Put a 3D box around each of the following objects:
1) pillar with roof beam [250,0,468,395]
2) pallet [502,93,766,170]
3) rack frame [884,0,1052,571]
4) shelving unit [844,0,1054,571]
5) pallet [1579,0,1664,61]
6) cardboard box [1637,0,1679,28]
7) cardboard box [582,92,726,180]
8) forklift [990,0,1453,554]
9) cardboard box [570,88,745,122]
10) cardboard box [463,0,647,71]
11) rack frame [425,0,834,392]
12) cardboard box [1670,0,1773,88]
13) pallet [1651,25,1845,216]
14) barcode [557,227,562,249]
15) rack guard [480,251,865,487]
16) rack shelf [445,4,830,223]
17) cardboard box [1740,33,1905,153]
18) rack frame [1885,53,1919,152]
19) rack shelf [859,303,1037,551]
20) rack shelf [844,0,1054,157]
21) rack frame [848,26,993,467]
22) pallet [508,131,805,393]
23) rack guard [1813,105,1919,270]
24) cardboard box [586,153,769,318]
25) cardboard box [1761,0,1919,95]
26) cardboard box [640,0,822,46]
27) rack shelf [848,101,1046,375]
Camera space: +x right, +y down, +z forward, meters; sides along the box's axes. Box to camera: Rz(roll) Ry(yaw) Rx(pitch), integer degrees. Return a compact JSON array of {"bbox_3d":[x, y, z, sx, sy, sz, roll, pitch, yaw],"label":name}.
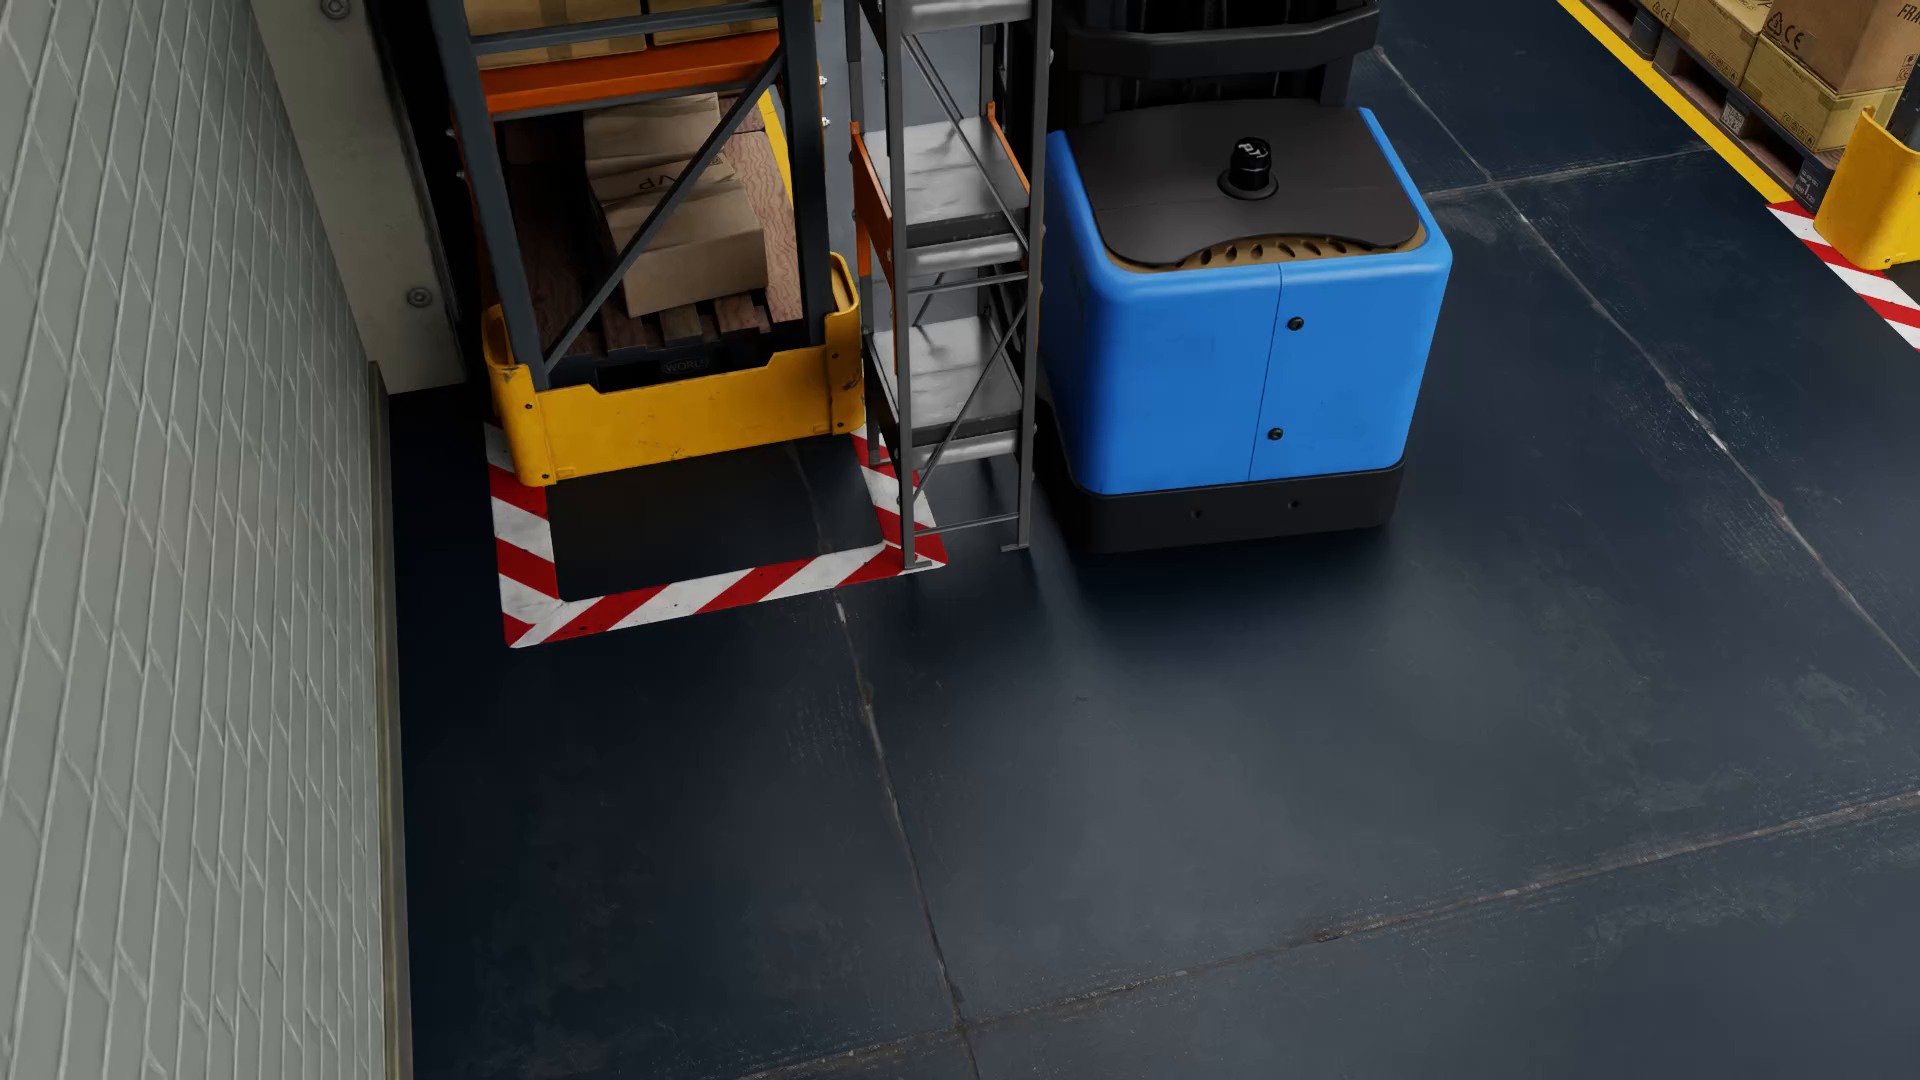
[{"bbox_3d":[2.248,-4.597,3.455,9.100,9.000,0.400,-11,47,-10],"label":"pillar with roof beam"},{"bbox_3d":[-1.400,-1.870,6.935,1.003,0.211,1.213,-11,47,-10],"label":"pallet"},{"bbox_3d":[0.020,-0.681,4.447,0.400,2.100,0.015,-11,47,-10],"label":"rack frame"},{"bbox_3d":[-0.042,-0.849,4.612,0.431,2.100,0.503,-11,47,-10],"label":"shelving unit"},{"bbox_3d":[3.345,-2.679,7.727,1.003,0.211,1.213,-11,47,-10],"label":"pallet"},{"bbox_3d":[3.197,-2.482,7.214,0.500,0.250,0.500,-11,47,-10],"label":"cardboard box"},{"bbox_3d":[-1.134,-1.486,6.180,0.500,0.311,0.500,-7,46,-7],"label":"cardboard box"},{"bbox_3d":[0.658,-2.046,5.203,1.130,2.935,3.031,-6,46,-5],"label":"forklift"},{"bbox_3d":[-1.274,-2.068,6.618,0.700,0.500,0.500,-13,47,-13],"label":"cardboard box"},{"bbox_3d":[-1.205,-1.627,4.835,0.500,0.250,0.500,-10,46,-10],"label":"cardboard box"},{"bbox_3d":[-0.898,-1.385,4.507,1.000,3.000,0.127,-11,47,-10],"label":"rack frame"},{"bbox_3d":[3.327,-2.137,6.876,0.500,0.250,0.500,-11,47,-10],"label":"cardboard box"},{"bbox_3d":[3.653,-1.838,6.903,1.003,0.211,1.213,-11,47,-10],"label":"pallet"},{"bbox_3d":[-1.379,-1.035,5.732,0.001,0.075,0.075,-11,47,-10],"label":"barcode"},{"bbox_3d":[-0.917,-0.563,5.451,1.175,0.500,0.348,-11,47,-10],"label":"rack guard"},{"bbox_3d":[-1.410,-2.514,6.117,1.077,0.370,4.000,-11,47,-10],"label":"rack shelf"},{"bbox_3d":[3.467,-1.794,6.539,0.500,0.250,0.500,-11,47,-10],"label":"cardboard box"},{"bbox_3d":[3.890,-2.294,5.397,1.000,3.000,0.127,-11,47,-10],"label":"rack frame"},{"bbox_3d":[-0.042,-0.350,5.122,0.431,0.518,0.480,-11,47,-10],"label":"rack shelf"},{"bbox_3d":[-0.042,-1.330,4.122,0.431,0.518,0.480,-11,47,-10],"label":"rack shelf"},{"bbox_3d":[-0.105,-1.018,4.777,0.400,2.100,0.015,-11,47,-10],"label":"rack frame"},{"bbox_3d":[-1.091,-1.029,6.111,1.003,0.211,1.213,-11,47,-10],"label":"pallet"},{"bbox_3d":[3.896,-1.402,6.274,1.175,0.500,0.348,-11,47,-10],"label":"rack guard"},{"bbox_3d":[-0.988,-1.092,5.795,0.500,0.311,0.500,-16,48,-15],"label":"cardboard box"},{"bbox_3d":[3.465,-2.056,6.271,0.500,0.500,0.500,-11,47,-10],"label":"cardboard box"},{"bbox_3d":[-0.716,-1.735,4.941,0.500,0.250,0.500,-12,47,-11],"label":"cardboard box"},{"bbox_3d":[-0.042,-0.840,4.622,0.431,0.518,0.480,-11,47,-10],"label":"rack shelf"}]
